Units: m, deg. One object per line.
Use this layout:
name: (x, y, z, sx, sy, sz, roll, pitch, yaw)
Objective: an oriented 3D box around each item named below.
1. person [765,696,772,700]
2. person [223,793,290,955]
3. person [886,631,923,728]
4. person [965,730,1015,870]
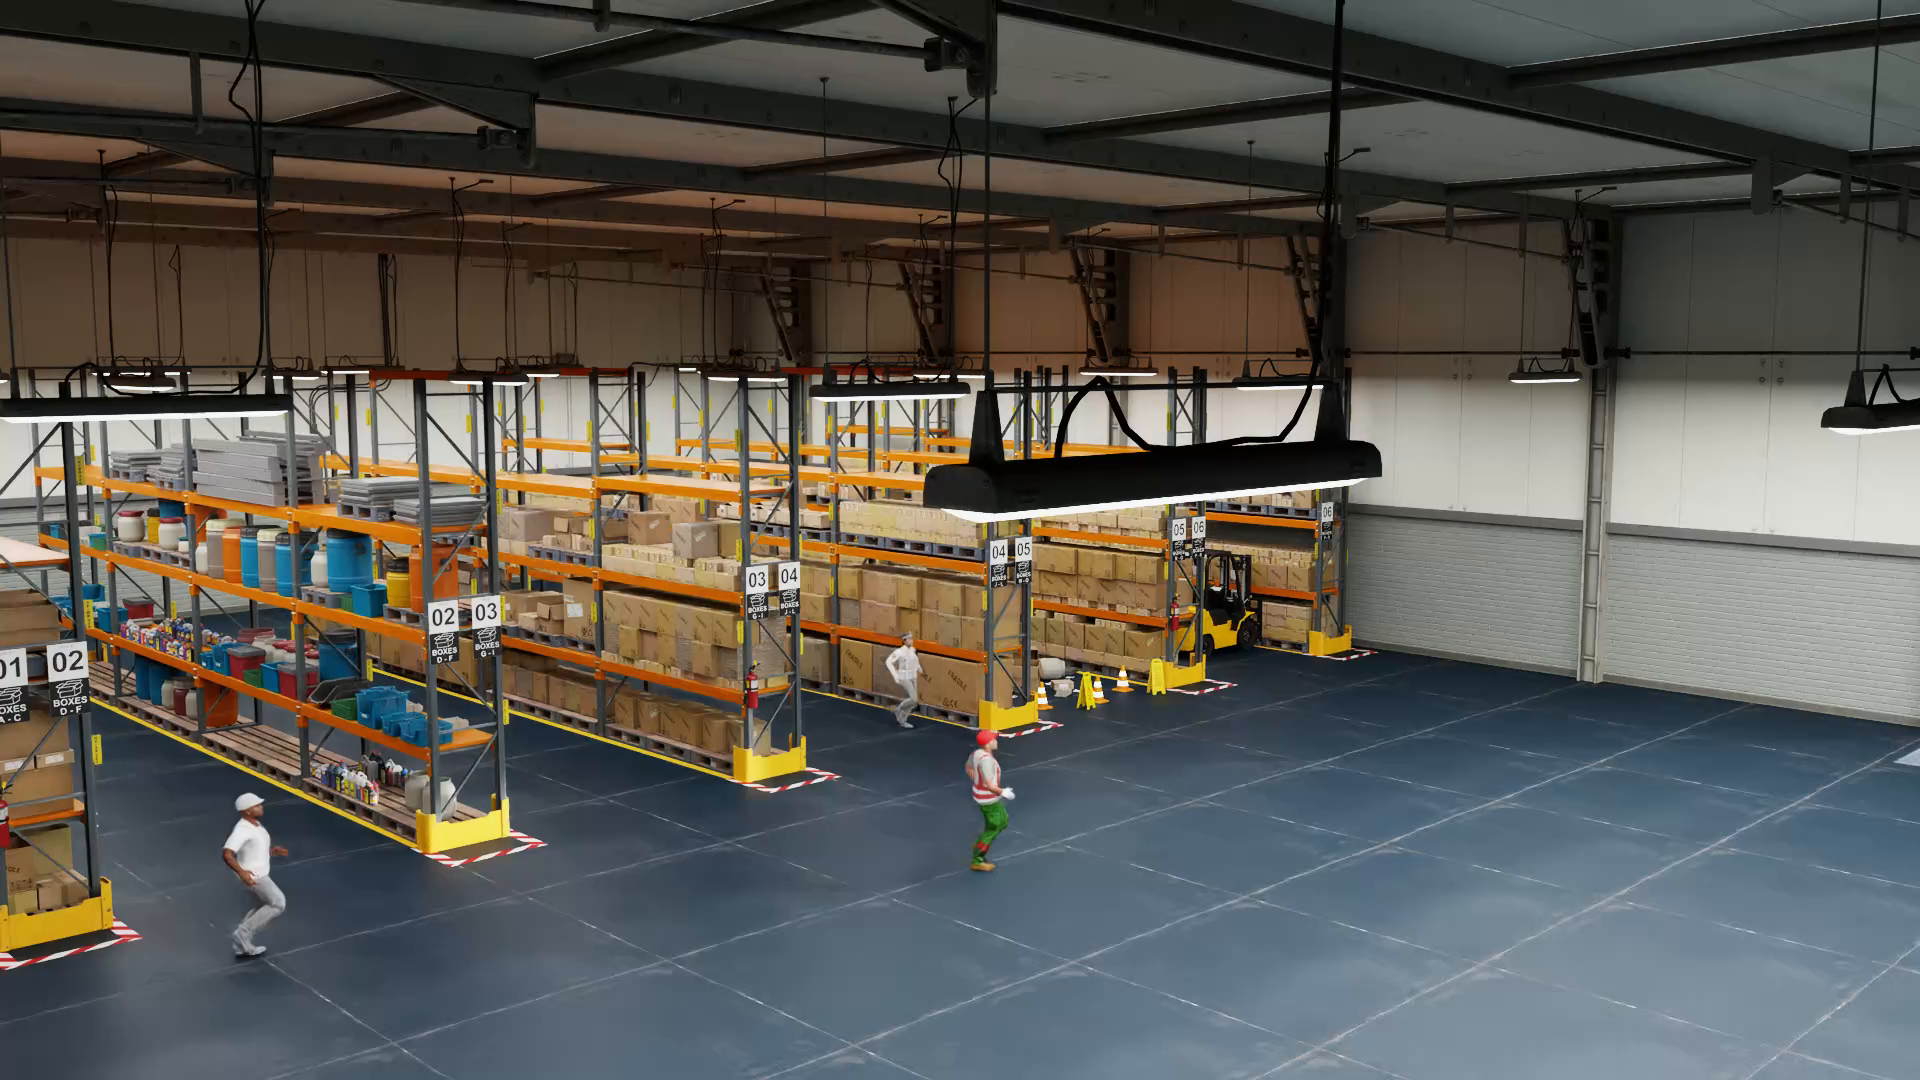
person: (-3.780, 2.090, 30.469, 0.719, 1.635, 0.524, 5, 8, 36)
person: (-7.356, 3.500, 17.443, 0.602, 1.723, 0.696, -2, 7, -17)
person: (-0.857, 2.348, 28.001, 0.552, 1.656, 0.615, 5, 8, 37)
person: (0.380, 3.168, 20.376, 0.530, 1.742, 0.670, -1, 7, -13)
